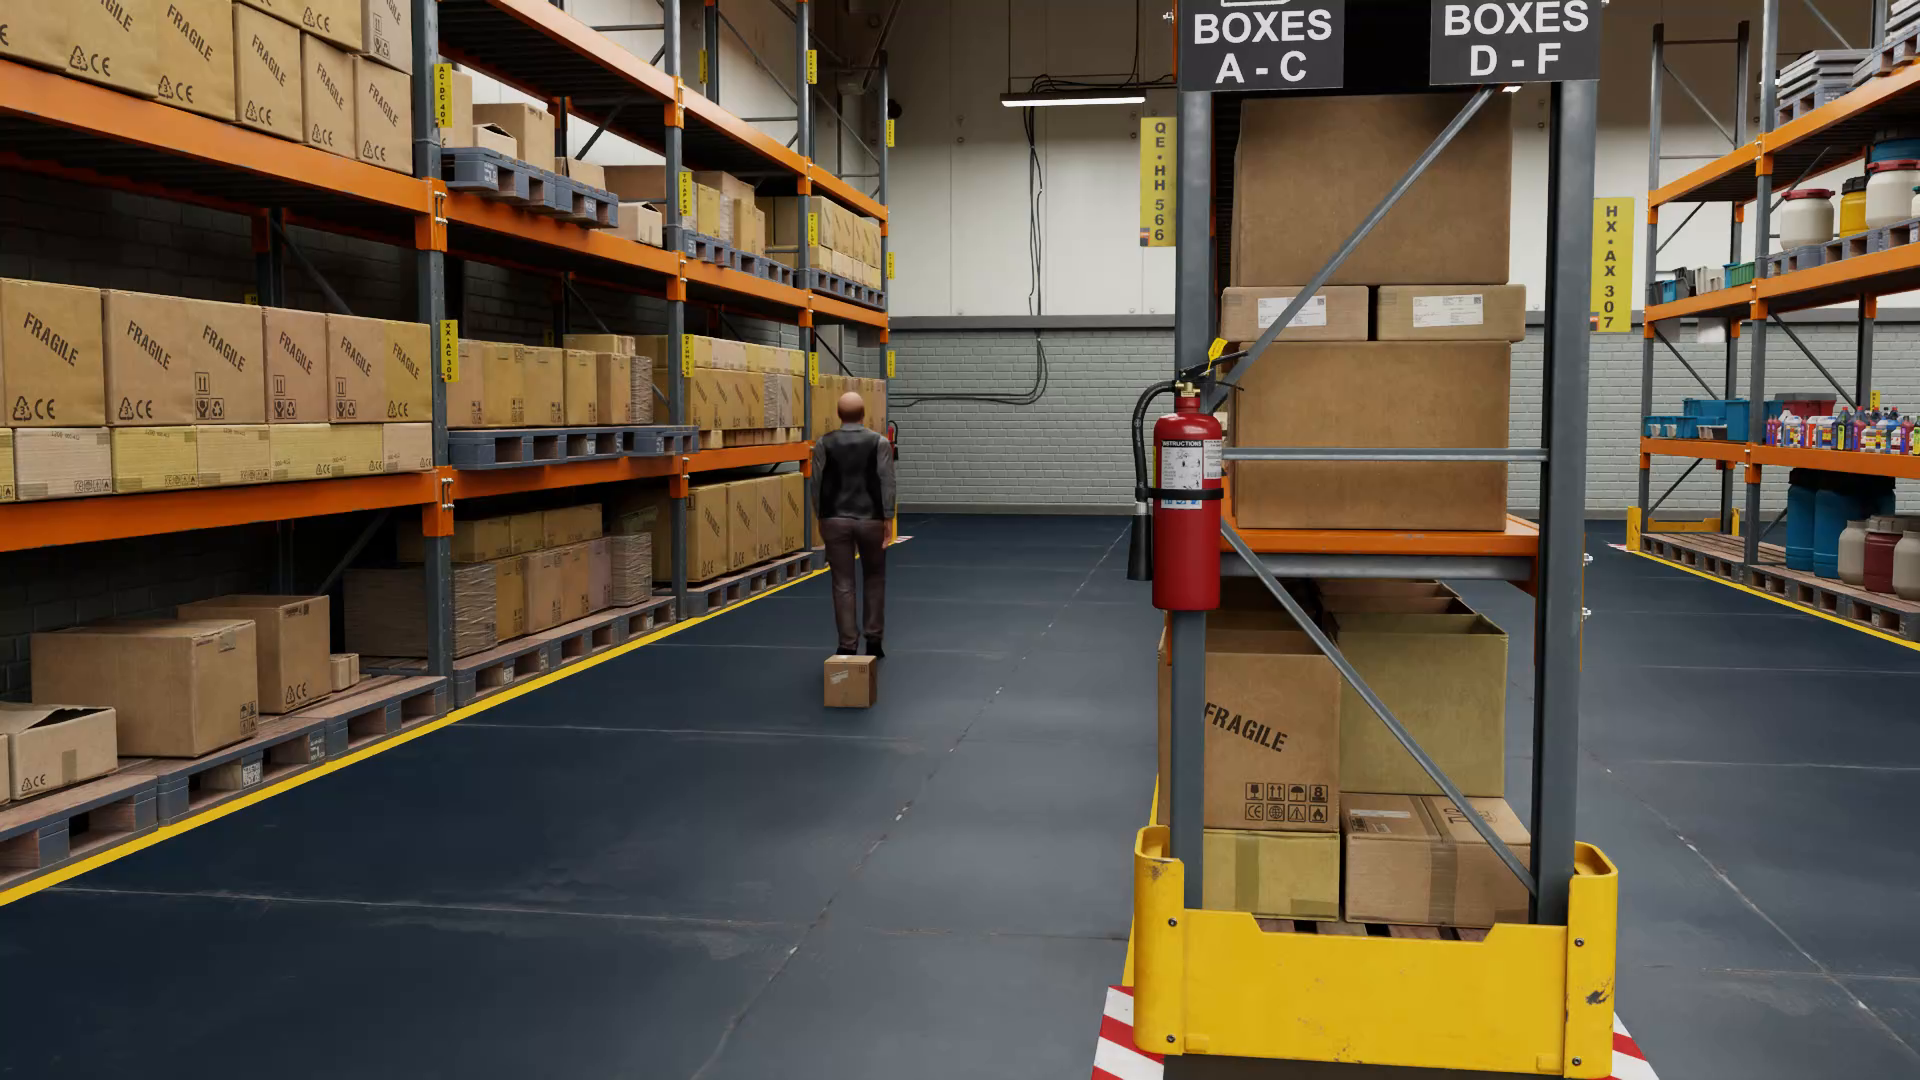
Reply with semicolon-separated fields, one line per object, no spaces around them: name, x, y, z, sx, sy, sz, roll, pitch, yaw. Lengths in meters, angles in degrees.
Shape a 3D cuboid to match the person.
person;-0.692;-0.064;10.786;0.550;1.783;0.592;0;4;-5
